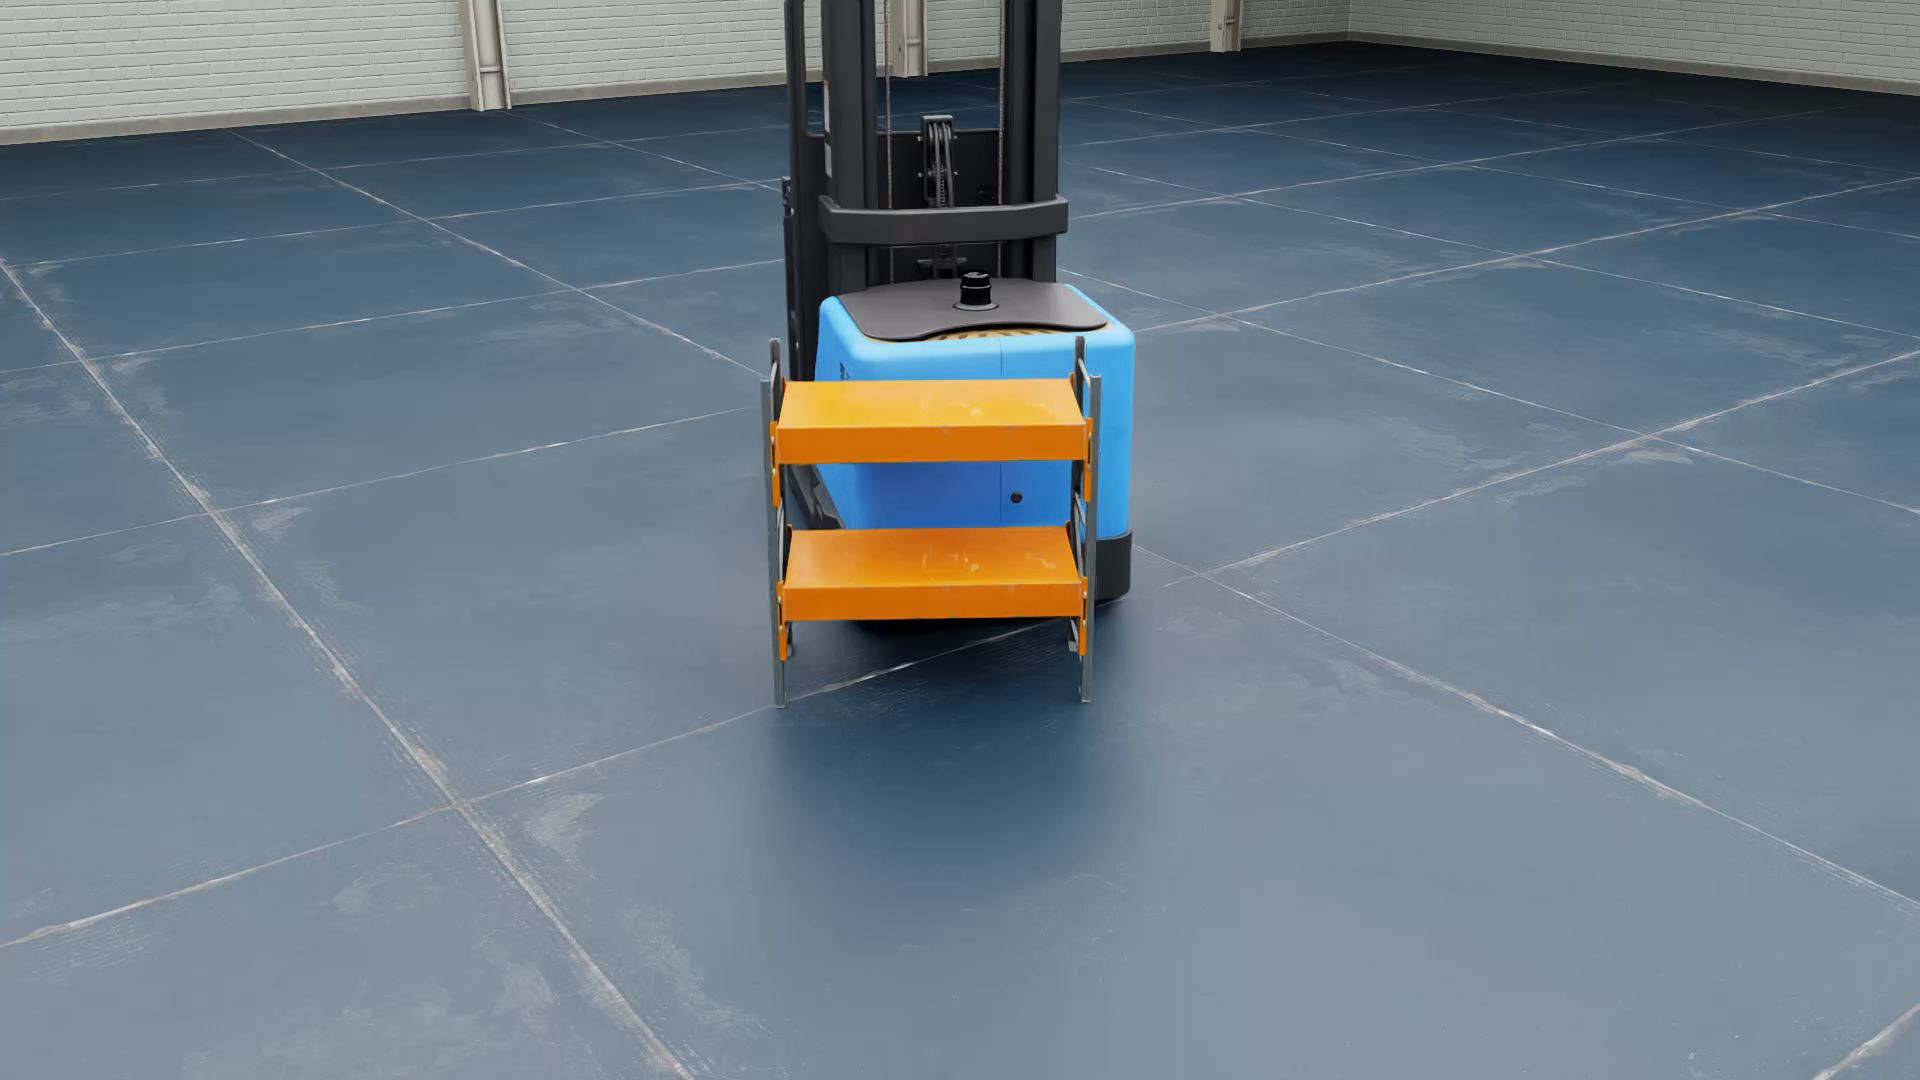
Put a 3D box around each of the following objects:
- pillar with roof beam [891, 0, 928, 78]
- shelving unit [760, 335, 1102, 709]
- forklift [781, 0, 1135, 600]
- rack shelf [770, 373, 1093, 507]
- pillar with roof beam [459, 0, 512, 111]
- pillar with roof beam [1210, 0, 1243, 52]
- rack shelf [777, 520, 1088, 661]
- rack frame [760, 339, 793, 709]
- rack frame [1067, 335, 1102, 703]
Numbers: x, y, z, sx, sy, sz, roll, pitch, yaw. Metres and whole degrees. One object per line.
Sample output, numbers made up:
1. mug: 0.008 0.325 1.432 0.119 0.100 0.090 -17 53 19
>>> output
1. pillar with roof beam: 1.820 -9.304 18.070 0.400 9.000 9.100 -15 26 -33
2. shelving unit: -0.098 -0.064 5.537 1.048 1.125 0.538 -1 22 -2
3. forklift: -0.198 -1.588 6.921 1.130 2.935 3.031 -5 22 -12
4. rack shelf: -0.098 -0.336 5.428 1.000 0.278 0.538 -1 22 -2
5. pillar with roof beam: -3.050 -8.005 14.815 0.400 9.000 9.100 -15 26 -33
6. pillar with roof beam: 6.691 -10.602 21.324 0.400 9.000 9.100 -15 26 -33
7. rack shelf: -0.098 0.163 5.628 1.000 0.278 0.538 -1 22 -2
8. rack frame: -0.605 -0.056 5.518 0.032 1.125 0.500 -1 22 -2
9. rack frame: 0.410 -0.072 5.557 0.032 1.125 0.500 -1 22 -2
